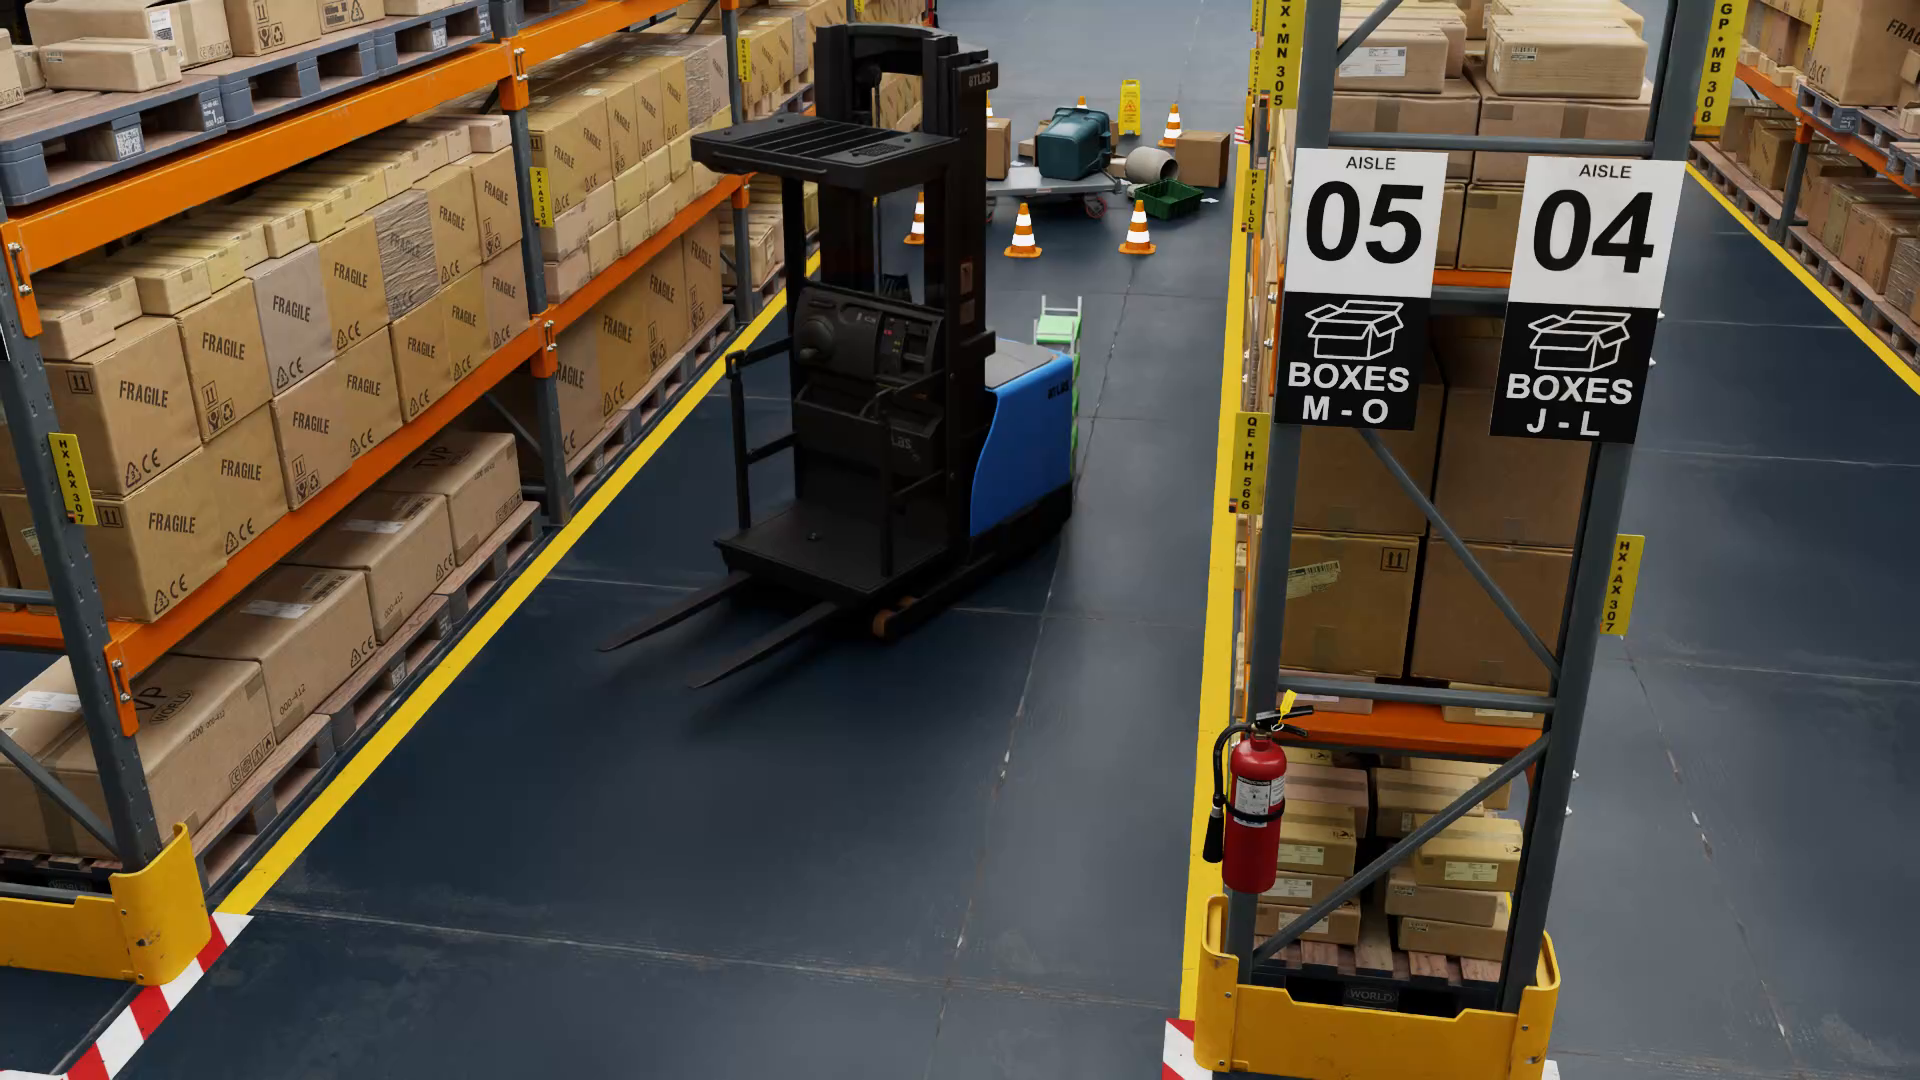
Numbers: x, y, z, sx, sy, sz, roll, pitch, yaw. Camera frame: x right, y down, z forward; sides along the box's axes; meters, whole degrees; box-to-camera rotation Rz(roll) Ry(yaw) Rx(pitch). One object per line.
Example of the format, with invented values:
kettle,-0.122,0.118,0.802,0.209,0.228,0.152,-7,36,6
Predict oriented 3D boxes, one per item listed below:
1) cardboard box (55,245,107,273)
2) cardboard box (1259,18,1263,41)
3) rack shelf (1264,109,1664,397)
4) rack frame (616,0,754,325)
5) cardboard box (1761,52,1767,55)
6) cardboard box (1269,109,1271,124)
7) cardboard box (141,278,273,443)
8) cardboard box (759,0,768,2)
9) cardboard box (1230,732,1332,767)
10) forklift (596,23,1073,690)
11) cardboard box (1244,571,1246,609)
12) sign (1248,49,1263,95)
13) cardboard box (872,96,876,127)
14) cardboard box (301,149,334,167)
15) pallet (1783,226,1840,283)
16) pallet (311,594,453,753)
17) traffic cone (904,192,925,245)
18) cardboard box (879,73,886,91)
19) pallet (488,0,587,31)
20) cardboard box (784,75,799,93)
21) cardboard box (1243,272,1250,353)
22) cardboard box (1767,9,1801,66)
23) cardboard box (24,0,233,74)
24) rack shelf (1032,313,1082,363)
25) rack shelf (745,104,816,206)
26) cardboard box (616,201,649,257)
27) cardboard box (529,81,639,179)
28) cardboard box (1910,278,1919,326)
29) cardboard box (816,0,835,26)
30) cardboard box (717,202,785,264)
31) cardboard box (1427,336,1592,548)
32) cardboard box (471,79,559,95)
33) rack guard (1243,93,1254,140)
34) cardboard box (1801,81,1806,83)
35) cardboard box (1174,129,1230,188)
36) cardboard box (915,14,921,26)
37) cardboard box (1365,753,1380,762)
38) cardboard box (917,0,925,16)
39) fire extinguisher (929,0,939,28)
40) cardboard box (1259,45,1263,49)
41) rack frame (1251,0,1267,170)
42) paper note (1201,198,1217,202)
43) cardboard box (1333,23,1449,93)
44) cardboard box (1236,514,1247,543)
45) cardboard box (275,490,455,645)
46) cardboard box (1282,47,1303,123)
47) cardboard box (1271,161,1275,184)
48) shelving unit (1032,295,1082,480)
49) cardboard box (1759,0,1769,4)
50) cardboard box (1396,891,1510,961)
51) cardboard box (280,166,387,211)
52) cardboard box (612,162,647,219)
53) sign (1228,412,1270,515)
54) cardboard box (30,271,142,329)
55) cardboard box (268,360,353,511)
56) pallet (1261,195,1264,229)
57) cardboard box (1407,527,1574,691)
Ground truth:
cardboard box,-3.574,-1.093,6.485,0.380,0.149,0.250,5,25,10
cardboard box,3.721,-5.657,18.120,0.875,0.550,0.550,4,25,9
rack shelf,1.733,-1.382,6.474,1.077,0.370,4.000,4,25,9
rack frame,-2.187,-3.159,12.961,1.000,3.000,0.127,4,25,9
cardboard box,8.365,-4.868,16.907,0.380,0.149,0.250,4,25,9
cardboard box,1.546,-1.874,6.854,0.500,0.250,0.500,5,26,11
cardboard box,-3.057,-0.709,6.429,0.500,0.500,0.500,3,25,7
cardboard box,-1.974,-4.817,15.538,0.500,0.500,0.500,4,25,9
cardboard box,1.257,0.862,6.536,0.380,0.149,0.250,3,25,7
forklift,-0.613,-1.034,8.502,1.130,2.935,3.031,17,30,32
cardboard box,1.650,0.264,8.514,0.380,0.149,0.250,4,25,8
sign,2.165,-3.420,12.152,0.100,0.325,0.005,4,25,9
cardboard box,-1.170,-4.345,17.357,0.500,0.500,0.500,5,26,11
cardboard box,-3.275,-1.846,8.093,0.380,0.149,0.250,4,25,8
pallet,8.118,-2.557,14.963,1.003,0.211,1.213,4,25,9
pallet,-3.239,0.601,8.217,1.003,0.211,1.213,4,25,9
traffic cone,-0.354,-3.068,15.758,0.336,0.463,0.334,4,25,9
cardboard box,-1.008,-4.902,17.782,0.380,0.149,0.250,5,26,11
pallet,-2.739,-3.145,9.618,0.805,0.209,1.217,3,25,6
cardboard box,-1.638,-4.031,14.625,0.380,0.149,0.250,5,26,10
cardboard box,2.346,-1.638,12.165,0.500,0.500,0.500,3,25,6
cardboard box,8.477,-4.932,16.280,0.875,0.500,0.500,4,25,9
cardboard box,-3.200,-1.989,6.416,0.500,0.311,0.500,4,25,9
rack shelf,0.582,-1.209,9.935,0.258,0.148,0.480,3,25,7
rack shelf,-1.860,-3.670,14.900,1.077,0.370,4.000,4,25,9
cardboard box,-2.325,-2.014,10.691,0.500,0.250,0.500,4,25,8
cardboard box,-2.344,-2.573,10.411,0.500,0.500,0.500,3,25,7
cardboard box,7.680,-1.821,12.532,0.700,0.500,0.500,3,25,6
cardboard box,-1.462,-4.786,15.472,0.500,0.500,0.500,4,25,9
cardboard box,-1.972,-2.704,14.593,0.950,0.372,0.625,4,25,8
cardboard box,1.741,-0.315,5.236,0.500,0.500,0.500,4,25,8
cardboard box,-2.836,-2.616,10.503,0.500,0.500,0.500,5,26,10
rack guard,4.025,-5.082,20.018,1.175,0.500,0.348,4,25,9
cardboard box,7.989,-4.142,15.357,0.380,0.149,0.250,4,25,9
cardboard box,2.608,-4.121,17.961,0.500,0.500,0.500,8,26,18
cardboard box,-0.661,-6.106,19.554,0.380,0.149,0.250,4,25,8
cardboard box,1.897,0.816,6.985,0.380,0.149,0.250,3,25,6
cardboard box,-0.696,-6.439,19.499,0.500,0.500,0.500,4,25,8
fire extinguisher,-0.406,-6.486,20.159,0.296,0.674,0.183,4,25,9
cardboard box,2.934,-4.164,14.990,0.500,0.500,0.500,4,25,9
rack frame,3.367,-4.531,15.893,1.000,3.000,0.127,4,25,9
paper note,2.584,-3.531,17.257,0.147,0.020,0.142,-14,29,-27
cardboard box,1.170,-1.370,4.716,0.380,0.149,0.250,4,25,8
cardboard box,1.685,-0.090,8.920,0.380,0.149,0.250,5,26,11
cardboard box,-3.194,0.114,8.496,0.875,0.438,0.875,3,25,7
cardboard box,1.313,-1.454,5.367,0.500,0.250,0.500,3,25,7
cardboard box,1.676,-1.429,7.616,0.500,0.500,0.500,3,25,7
shelving unit,0.582,-0.832,10.112,0.258,1.200,0.503,3,25,7
cardboard box,8.294,-5.613,16.554,0.500,0.500,0.500,4,25,9
cardboard box,1.807,1.391,6.106,0.380,0.149,0.250,5,25,10
cardboard box,-2.848,-1.597,7.561,0.380,0.149,0.250,3,25,7
cardboard box,-2.324,-2.238,10.581,0.500,0.250,0.500,4,25,9
sign,0.862,-0.227,4.958,0.100,0.325,0.005,4,25,9
cardboard box,-3.190,-0.849,5.963,0.380,0.149,0.250,5,25,10
cardboard box,-2.976,-0.464,7.086,0.500,0.500,0.500,4,25,8
pallet,2.430,-1.941,10.584,1.003,0.211,1.213,4,25,9
cardboard box,1.752,0.139,5.446,0.500,0.500,0.500,5,26,11
